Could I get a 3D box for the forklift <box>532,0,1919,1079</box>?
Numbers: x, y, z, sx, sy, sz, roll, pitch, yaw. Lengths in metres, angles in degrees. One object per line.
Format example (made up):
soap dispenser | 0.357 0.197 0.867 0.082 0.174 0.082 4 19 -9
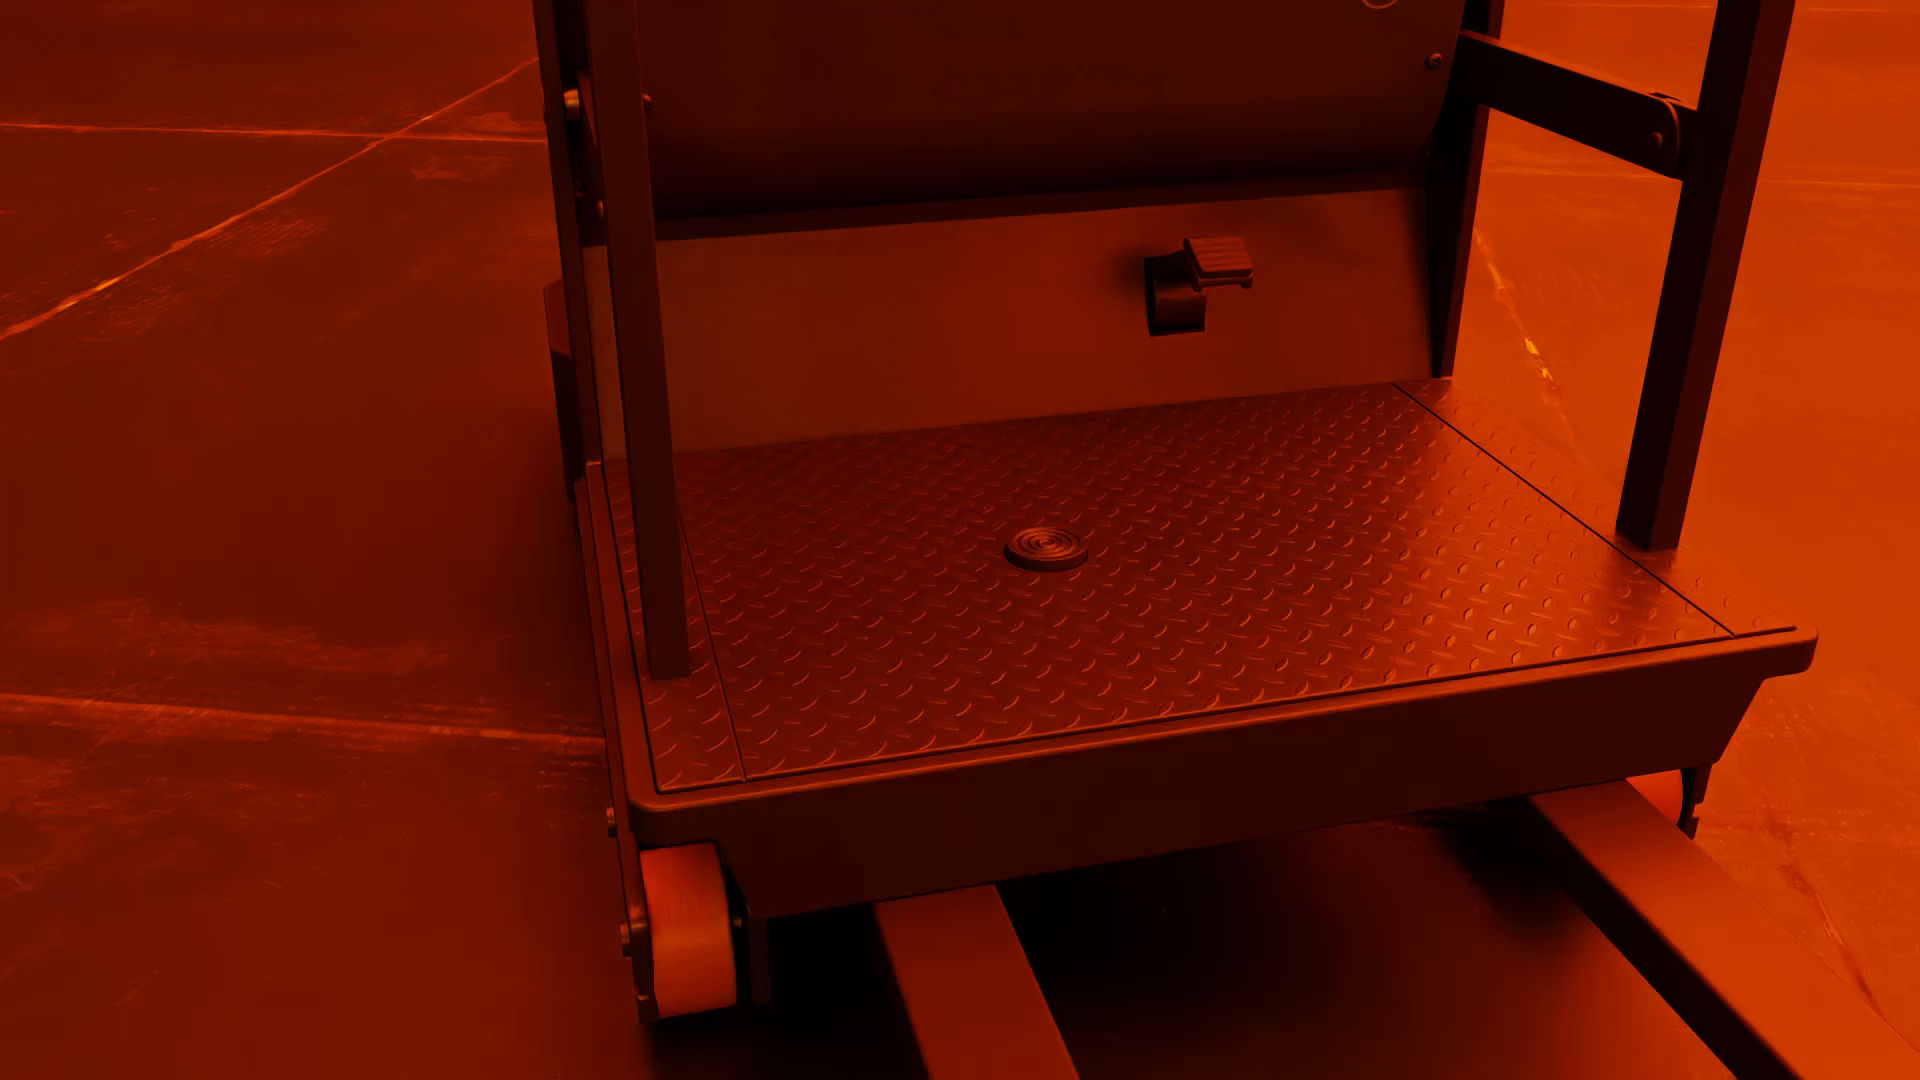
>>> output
forklift | 0.153 -1.049 1.319 1.130 2.935 3.031 -7 27 -13
